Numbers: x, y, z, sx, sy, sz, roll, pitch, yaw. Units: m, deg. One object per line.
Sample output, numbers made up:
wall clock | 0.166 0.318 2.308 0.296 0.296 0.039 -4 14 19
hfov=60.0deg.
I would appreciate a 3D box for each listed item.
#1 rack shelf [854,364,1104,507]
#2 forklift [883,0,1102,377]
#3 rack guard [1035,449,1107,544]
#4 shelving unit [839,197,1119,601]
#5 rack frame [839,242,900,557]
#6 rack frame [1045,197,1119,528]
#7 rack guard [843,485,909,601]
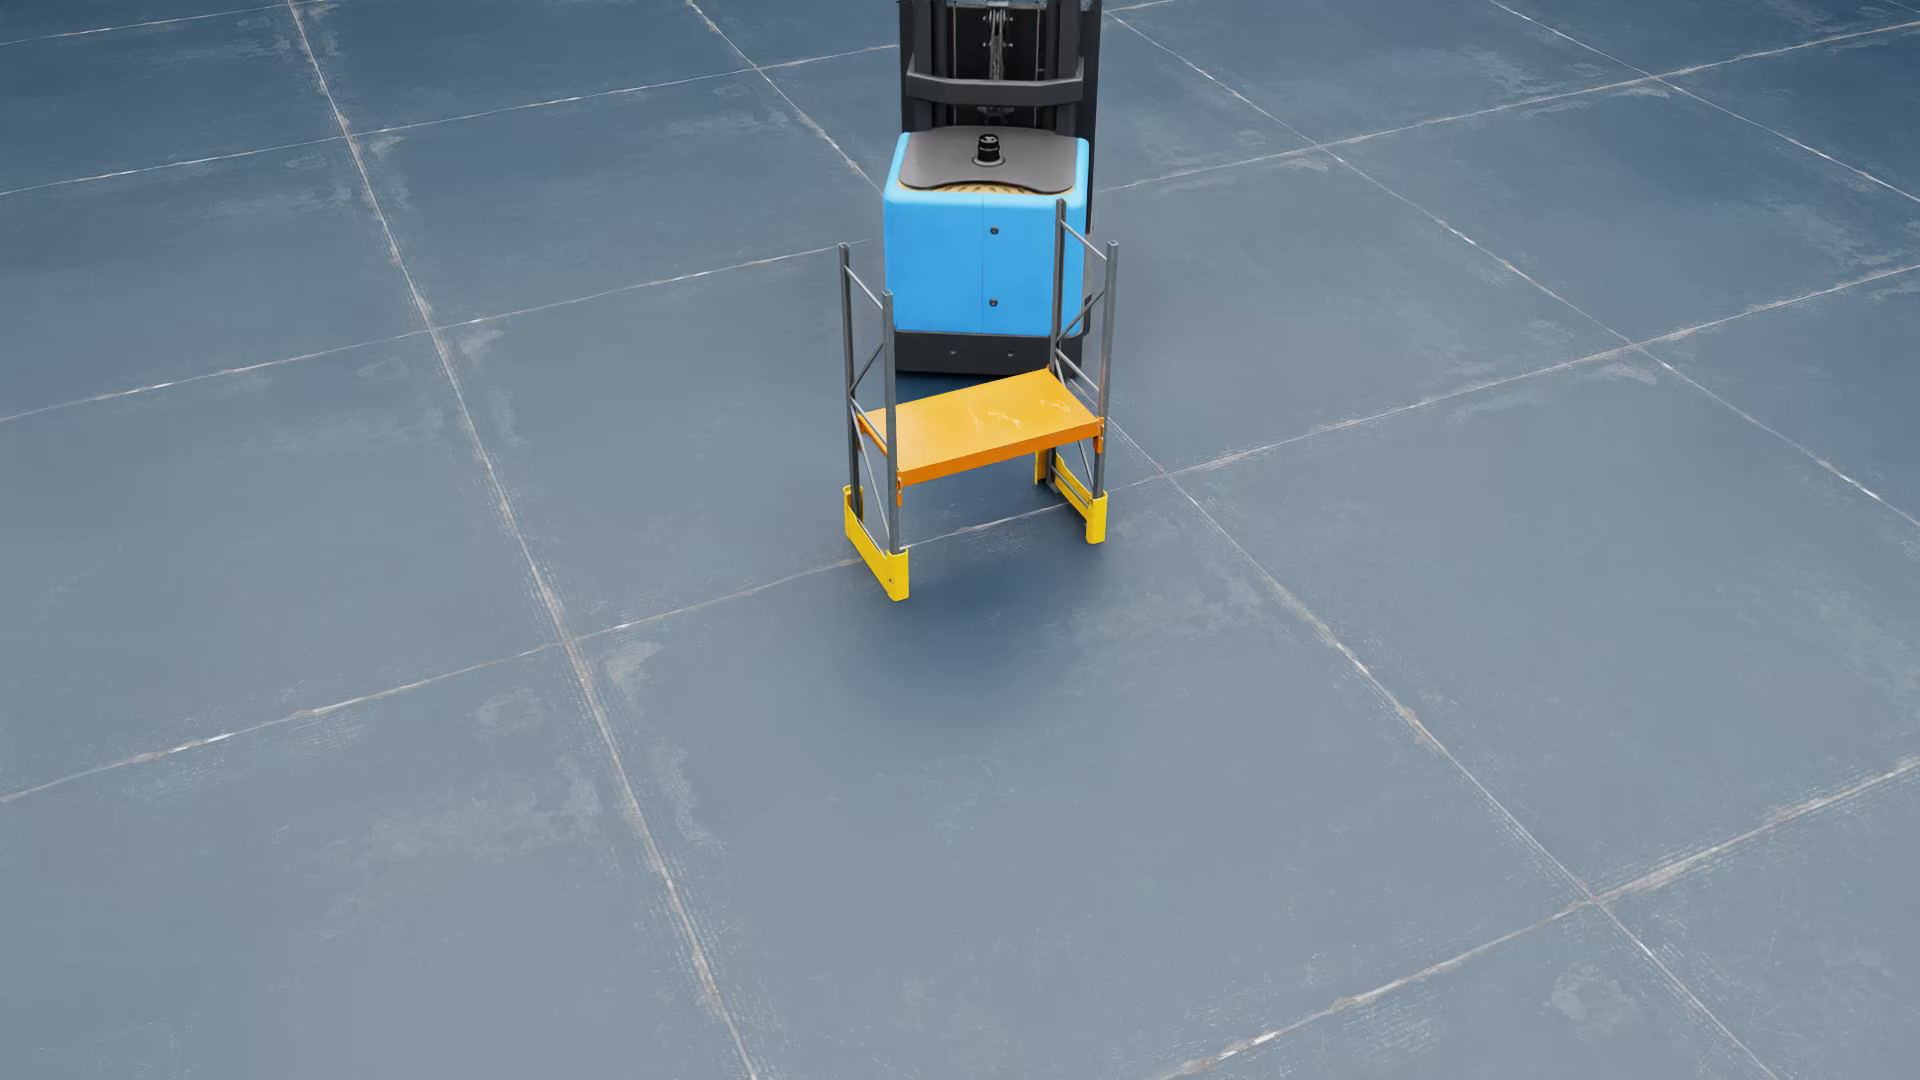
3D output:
rack shelf | 0.077 -0.480 7.439 1.000 0.185 0.538 -16 39 -20
forklift | 0.237 -2.897 9.196 1.130 2.935 3.031 3 37 4
rack guard | 0.520 -0.246 7.871 0.087 0.250 0.587 -16 39 -20
shelving unit | 0.069 -0.622 7.329 1.083 1.500 0.587 -16 39 -20
rack frame | -0.383 -0.495 7.159 0.032 1.500 0.500 -16 39 -20
rack frame | 0.537 -0.753 7.506 0.032 1.500 0.500 -16 39 -20
rack guard | -0.382 0.006 7.532 0.087 0.250 0.587 -16 39 -20
